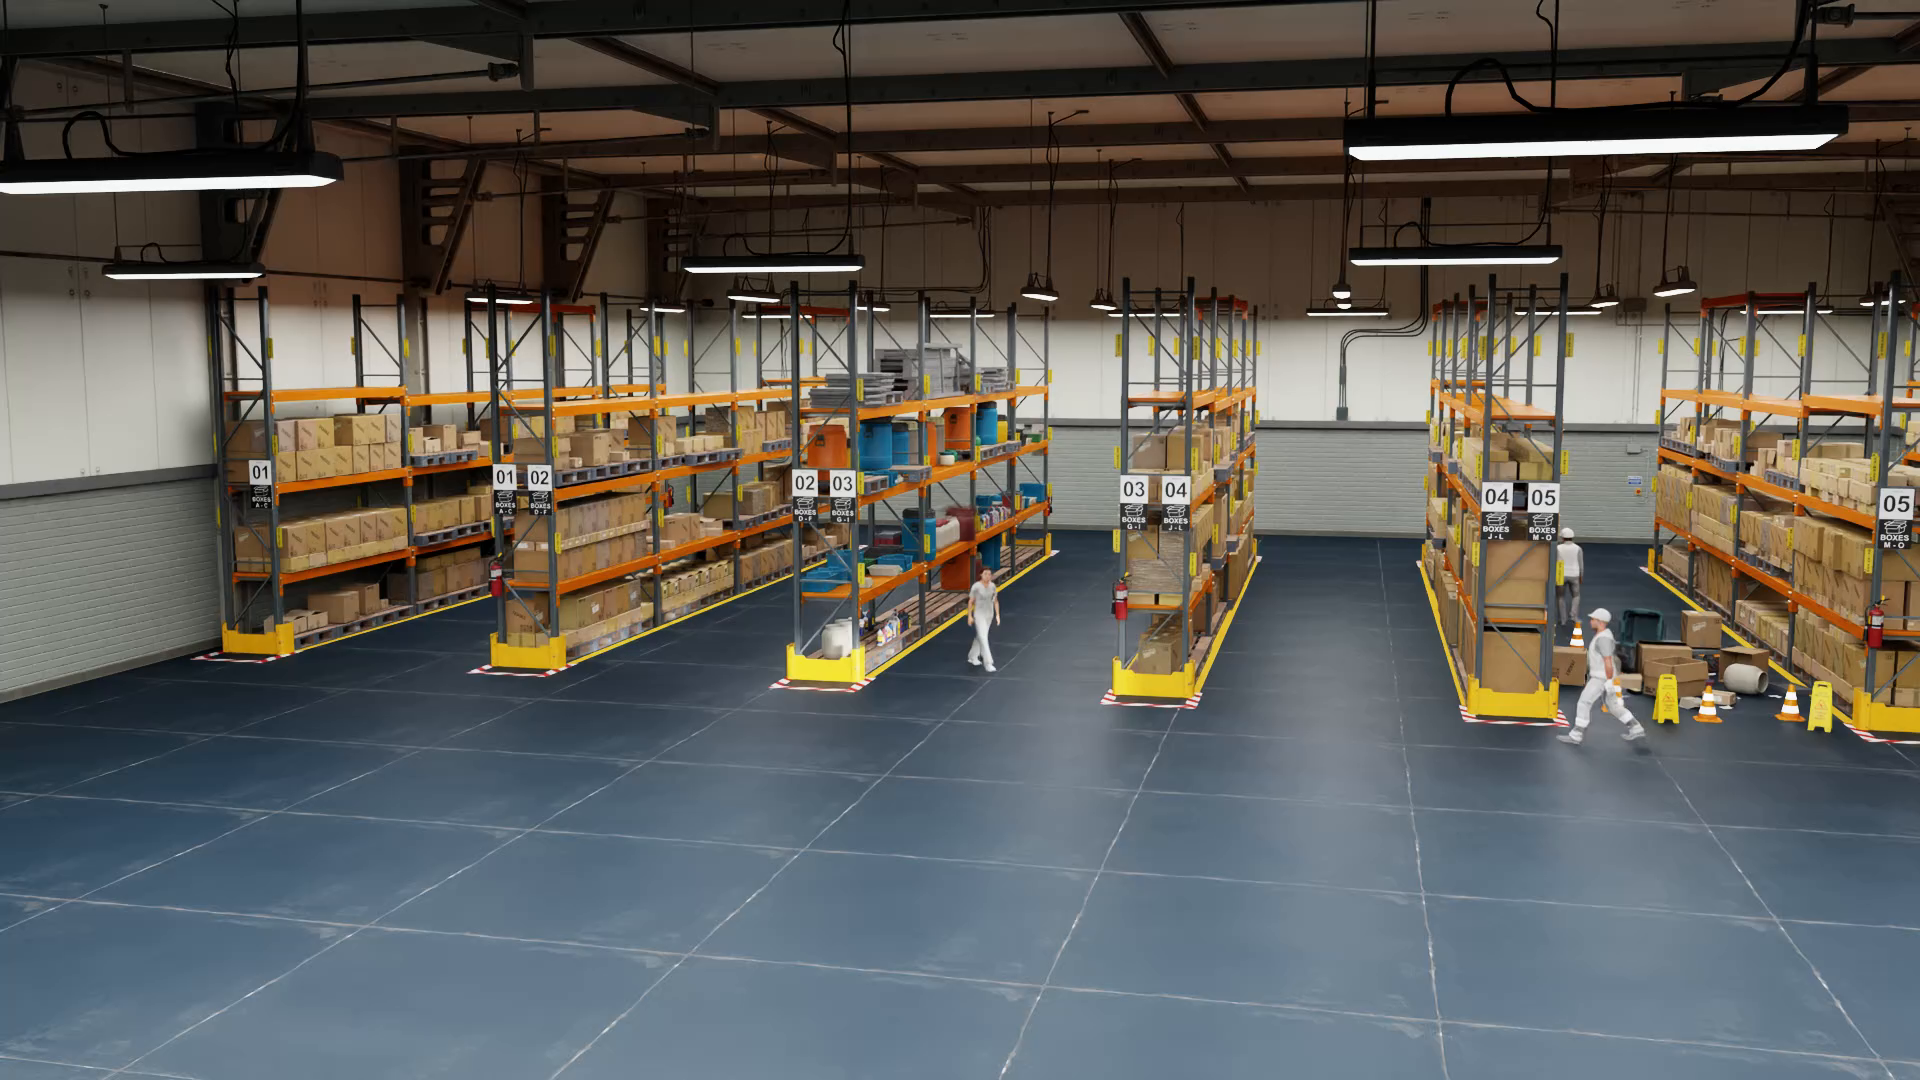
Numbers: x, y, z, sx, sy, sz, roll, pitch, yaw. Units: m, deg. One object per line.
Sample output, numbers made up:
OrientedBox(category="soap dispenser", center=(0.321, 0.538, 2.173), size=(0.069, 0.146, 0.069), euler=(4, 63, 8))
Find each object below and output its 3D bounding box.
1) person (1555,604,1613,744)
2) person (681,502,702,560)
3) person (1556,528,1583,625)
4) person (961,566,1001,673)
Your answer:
OrientedBox(category="person", center=(7.907, 1.700, 20.992), size=(0.680, 1.778, 0.541), euler=(2, 7, 18))
OrientedBox(category="person", center=(-6.011, -0.060, 37.305), size=(0.492, 1.643, 0.899), euler=(2, 7, 18))
OrientedBox(category="person", center=(11.034, 0.655, 30.238), size=(0.579, 1.774, 0.453), euler=(-1, 7, -7))
OrientedBox(category="person", center=(0.335, 1.214, 25.954), size=(0.966, 1.625, 0.529), euler=(4, 8, 32))
